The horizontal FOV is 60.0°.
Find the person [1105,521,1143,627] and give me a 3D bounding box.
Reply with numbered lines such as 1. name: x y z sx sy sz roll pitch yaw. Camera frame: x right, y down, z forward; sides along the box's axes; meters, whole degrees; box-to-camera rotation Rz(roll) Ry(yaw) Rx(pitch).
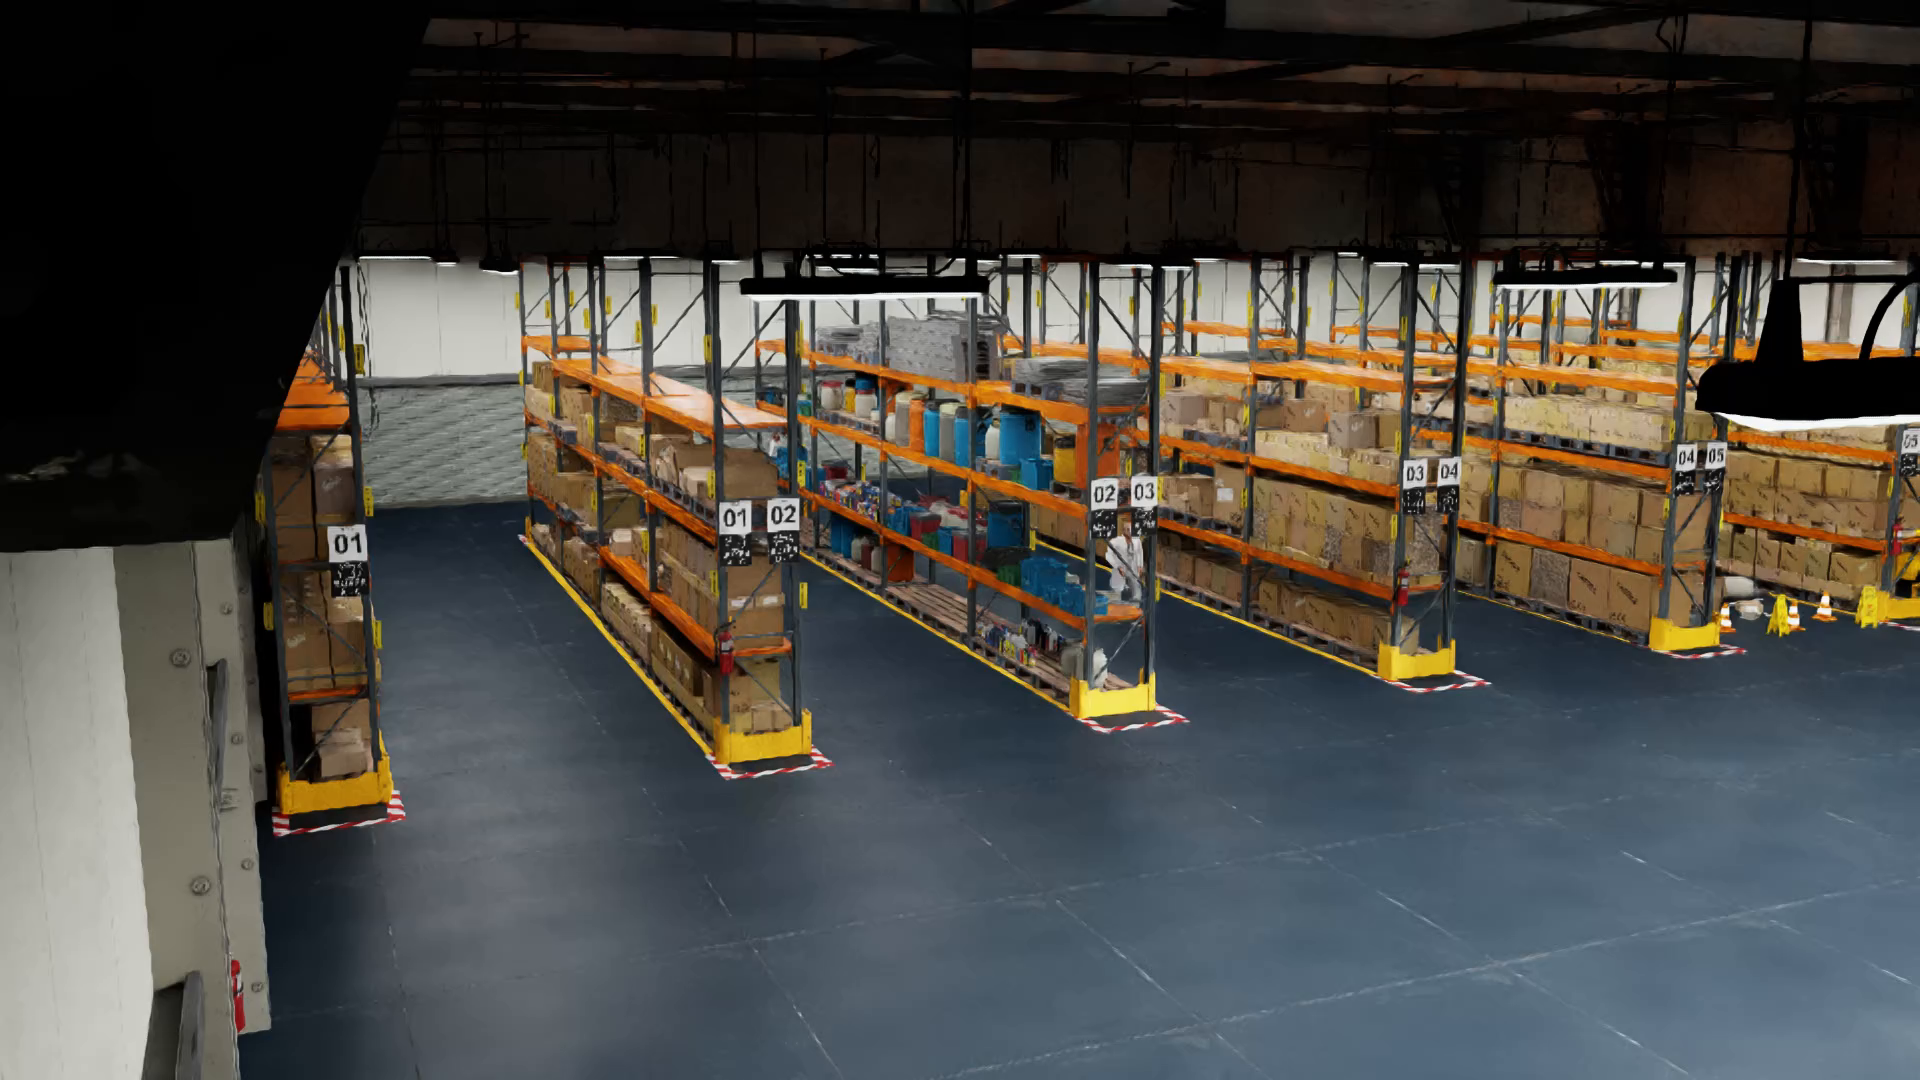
1. person: 2.723 0.538 27.280 0.750 1.737 0.748 -4 11 -19

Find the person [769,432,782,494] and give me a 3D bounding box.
1. person: -4.644 -1.918 41.069 0.452 1.585 0.557 5 11 25

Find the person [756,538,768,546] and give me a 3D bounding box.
1. person: -3.534 0.084 30.097 0.592 1.629 0.526 -5 11 -24
